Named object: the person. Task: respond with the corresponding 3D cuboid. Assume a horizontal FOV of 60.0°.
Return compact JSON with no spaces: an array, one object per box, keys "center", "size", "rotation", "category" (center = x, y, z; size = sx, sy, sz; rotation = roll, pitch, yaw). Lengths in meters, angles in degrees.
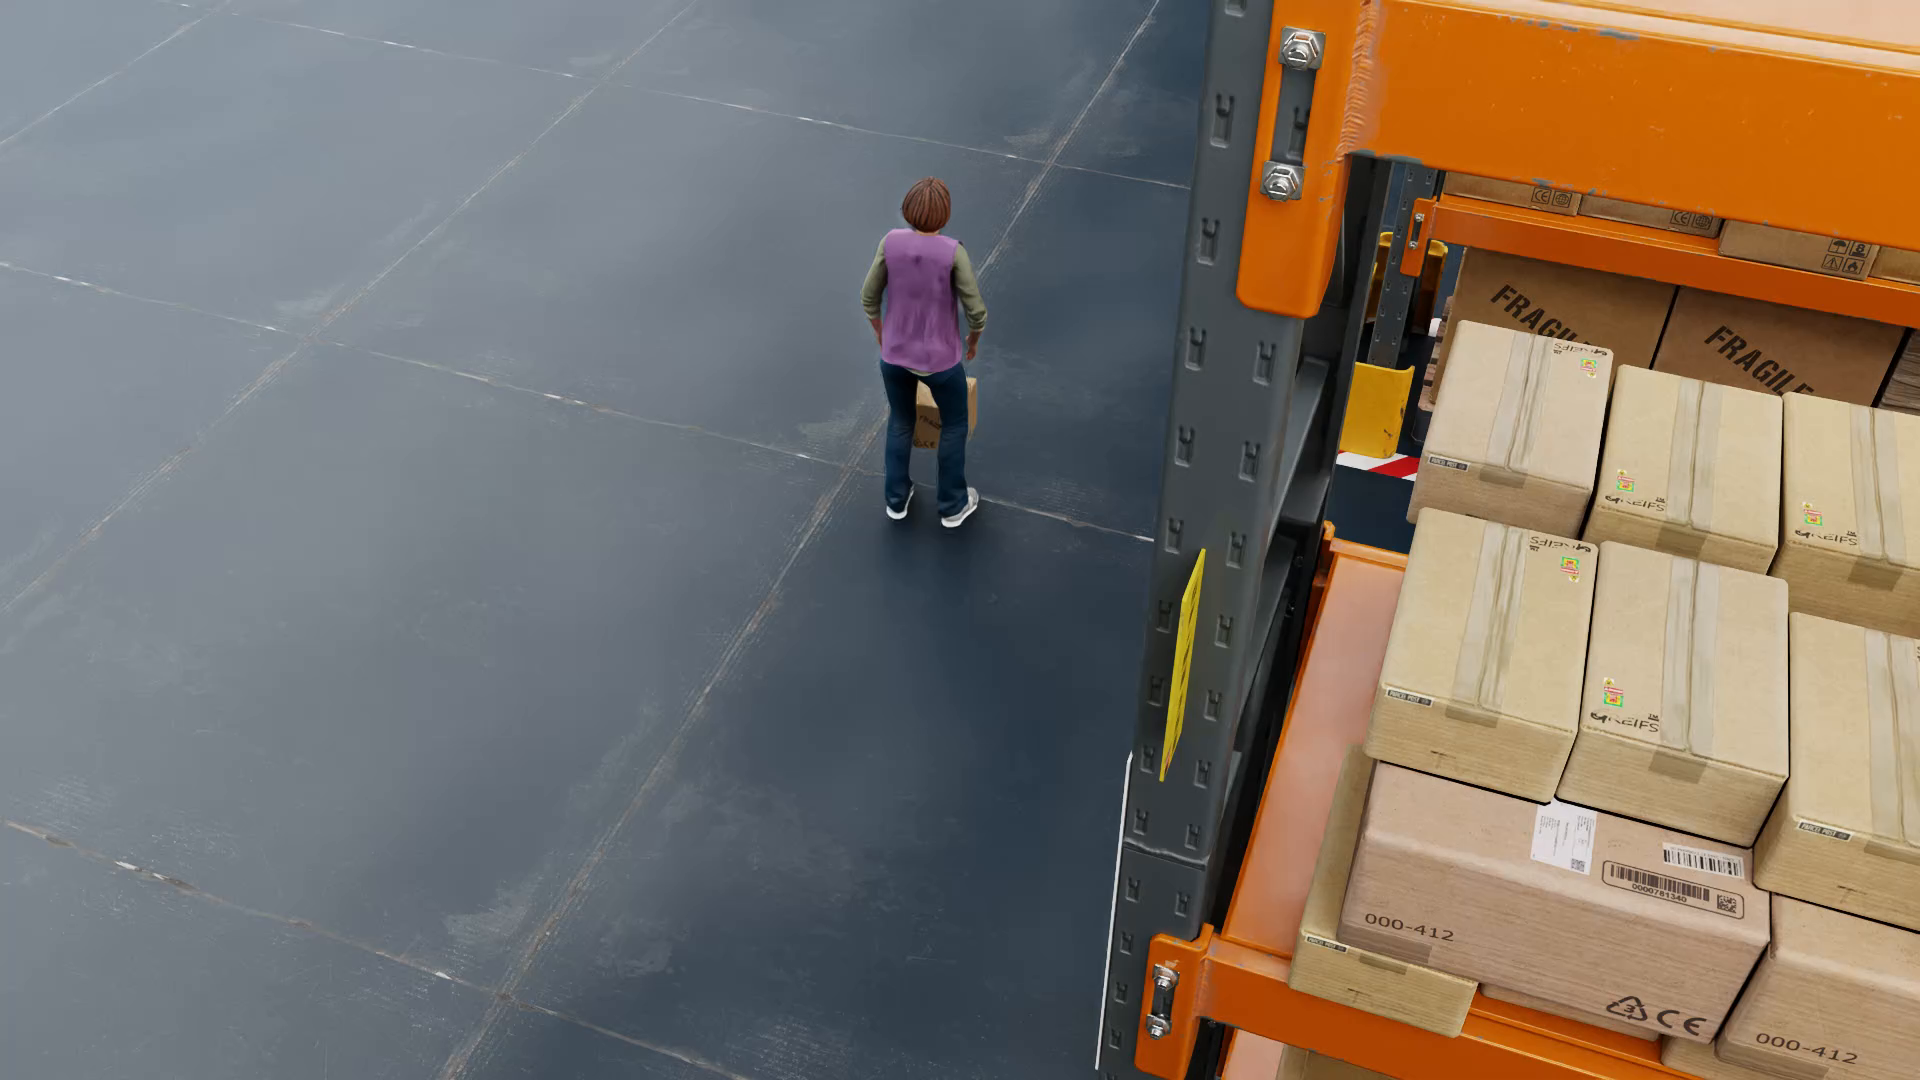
[{"center":[-0.153,-0.777,7.042],"size":[0.553,1.567,0.450],"rotation":[13,44,14],"category":"person"}]
